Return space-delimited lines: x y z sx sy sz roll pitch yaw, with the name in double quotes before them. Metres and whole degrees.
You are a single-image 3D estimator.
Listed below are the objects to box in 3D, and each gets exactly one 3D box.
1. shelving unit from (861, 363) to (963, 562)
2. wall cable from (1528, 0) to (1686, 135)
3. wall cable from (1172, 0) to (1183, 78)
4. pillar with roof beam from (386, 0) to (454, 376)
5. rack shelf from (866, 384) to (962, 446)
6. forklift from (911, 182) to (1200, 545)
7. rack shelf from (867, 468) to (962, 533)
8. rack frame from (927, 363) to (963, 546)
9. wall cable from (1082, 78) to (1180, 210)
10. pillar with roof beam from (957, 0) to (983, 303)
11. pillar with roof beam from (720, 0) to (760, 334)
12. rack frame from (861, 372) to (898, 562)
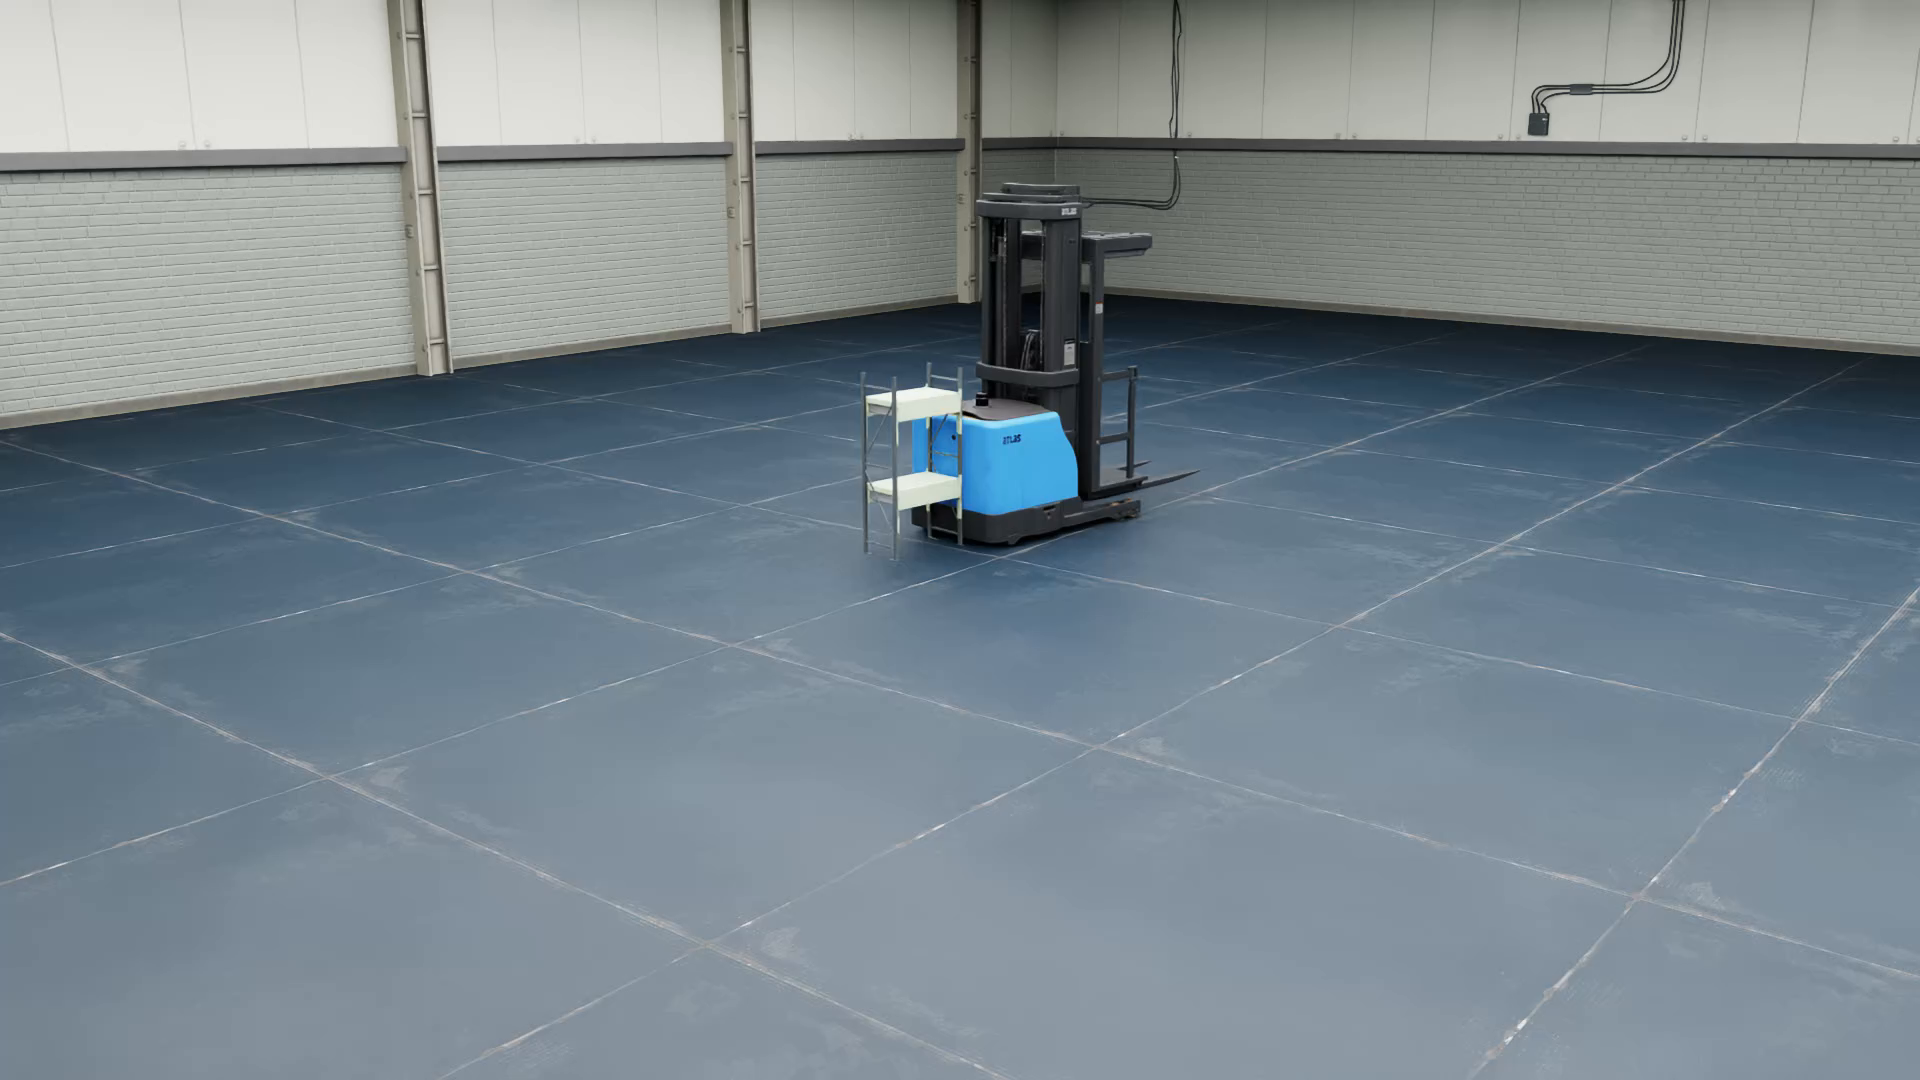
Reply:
"shelving unit" -0.386 -0.646 13.620 0.755 1.500 0.431 -14 20 -43
"wall cable" 10.435 -9.532 26.462 2.305 6.003 0.169 11 18 38
"wall cable" 5.165 -9.880 30.788 3.097 2.526 0.112 11 18 38
"pillar with roof beam" -4.013 -6.032 19.592 9.100 9.000 0.400 11 18 38
"rack shelf" -0.386 -1.024 13.523 0.720 0.370 0.431 -14 20 -43
"forklift" 0.980 -1.666 14.728 3.031 2.935 1.130 -14 20 -43
"rack shelf" -0.386 -0.330 13.700 0.720 0.370 0.431 -14 20 -43
"rack frame" -0.126 -0.709 13.869 0.023 1.500 0.400 -14 20 -43
"wall cable" 3.061 -7.851 33.058 3.097 2.526 0.112 11 18 38
"pillar with roof beam" 3.529 -8.330 28.638 9.100 9.000 0.400 11 18 38
"pillar with roof beam" -0.242 -7.181 24.115 9.100 9.000 0.400 11 18 38
"rack frame" -0.646 -0.583 13.370 0.023 1.500 0.400 -14 20 -43
